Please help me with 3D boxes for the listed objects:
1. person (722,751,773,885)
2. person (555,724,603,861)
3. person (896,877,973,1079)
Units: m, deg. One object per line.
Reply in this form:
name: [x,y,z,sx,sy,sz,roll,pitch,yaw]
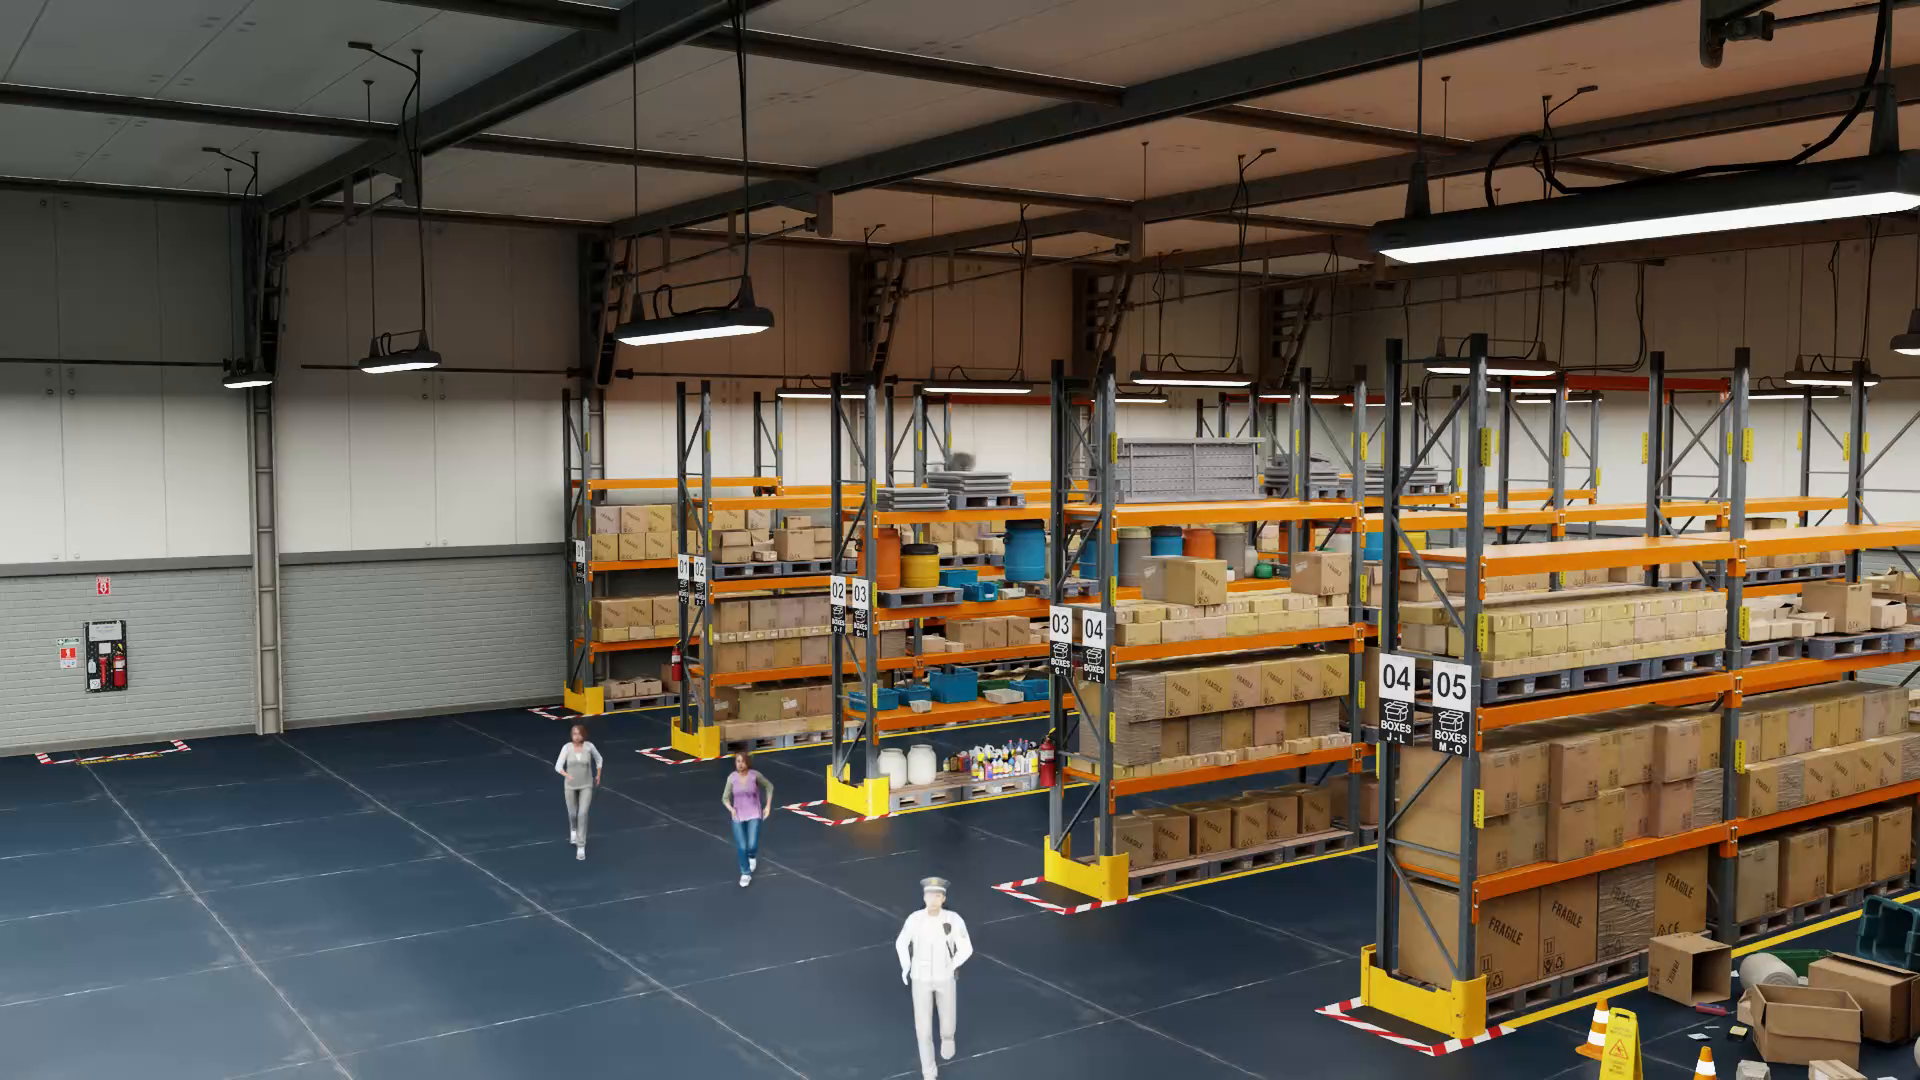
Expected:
person: [-2.420,3.177,18.883,0.563,1.554,0.603,0,4,1]
person: [-4.679,3.056,20.452,0.565,1.613,0.770,-1,4,-10]
person: [-0.212,3.484,13.231,0.622,1.654,0.698,0,4,4]
